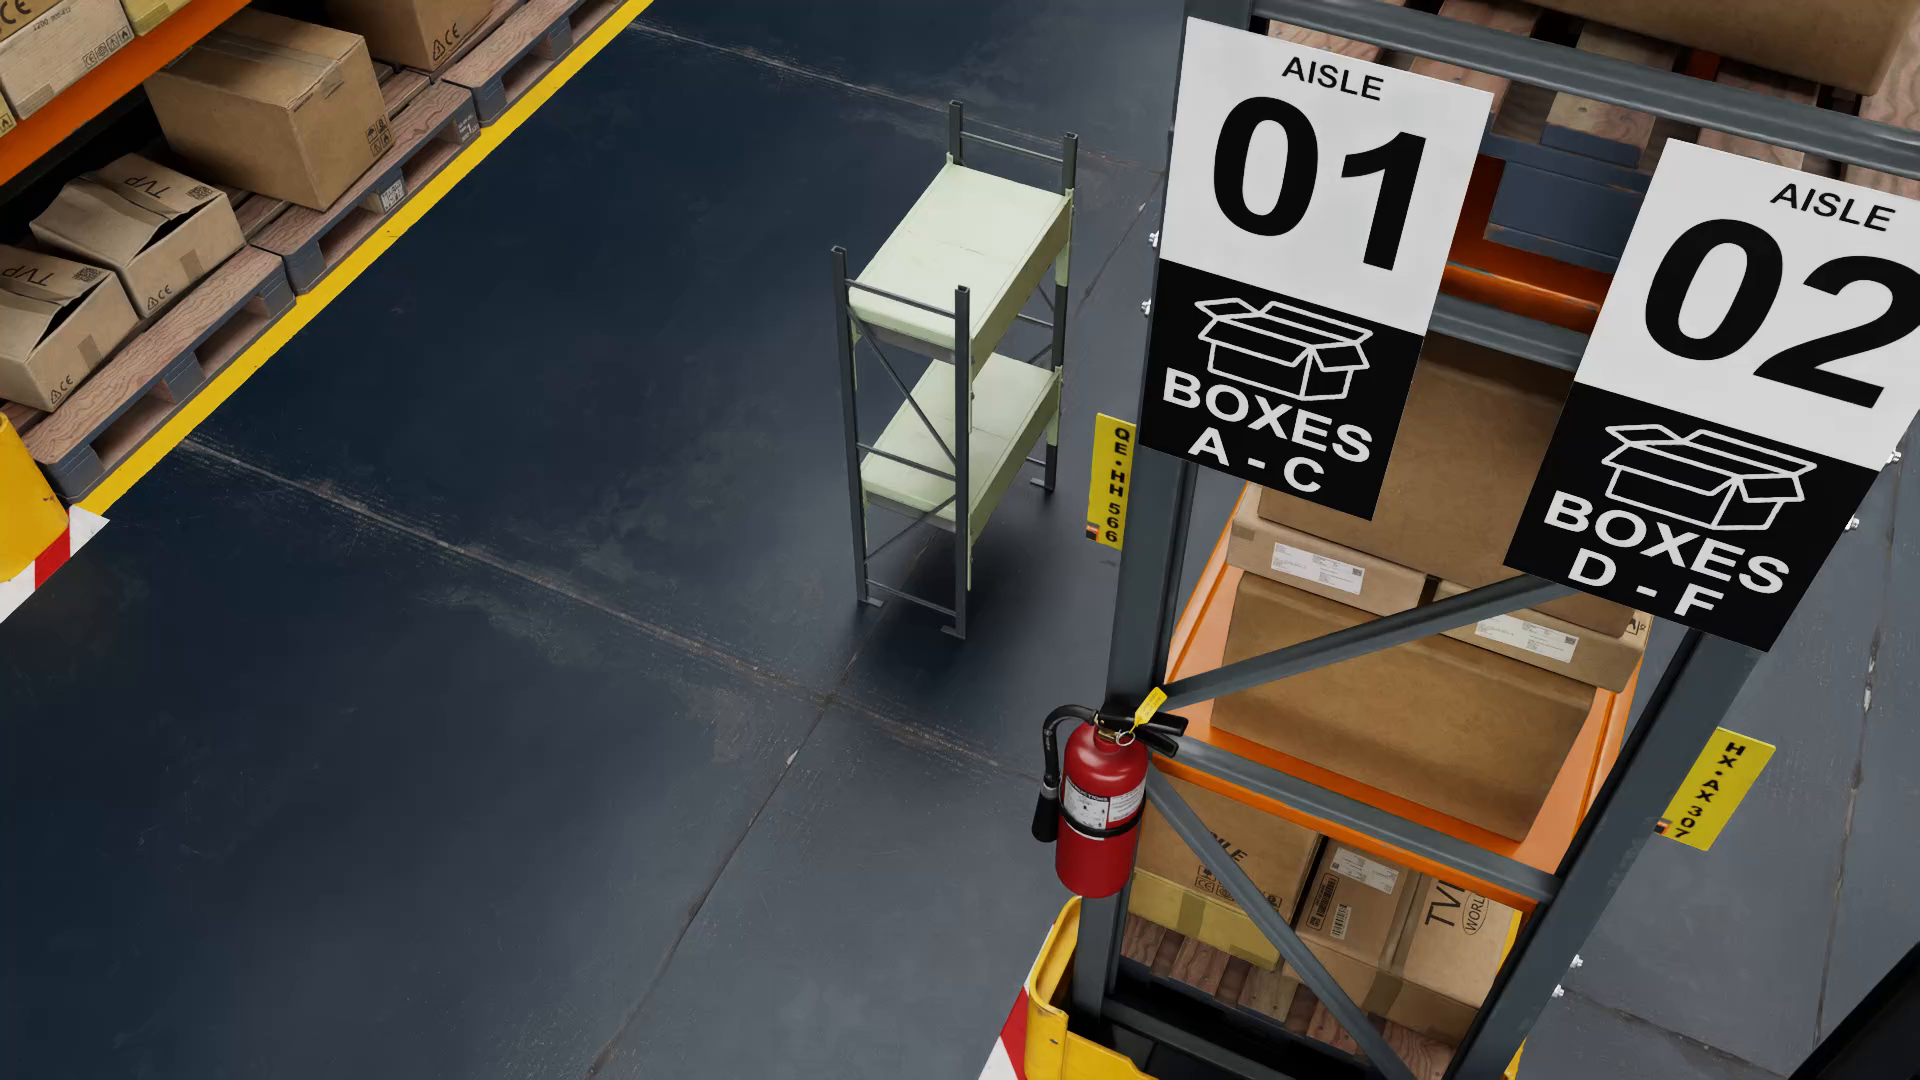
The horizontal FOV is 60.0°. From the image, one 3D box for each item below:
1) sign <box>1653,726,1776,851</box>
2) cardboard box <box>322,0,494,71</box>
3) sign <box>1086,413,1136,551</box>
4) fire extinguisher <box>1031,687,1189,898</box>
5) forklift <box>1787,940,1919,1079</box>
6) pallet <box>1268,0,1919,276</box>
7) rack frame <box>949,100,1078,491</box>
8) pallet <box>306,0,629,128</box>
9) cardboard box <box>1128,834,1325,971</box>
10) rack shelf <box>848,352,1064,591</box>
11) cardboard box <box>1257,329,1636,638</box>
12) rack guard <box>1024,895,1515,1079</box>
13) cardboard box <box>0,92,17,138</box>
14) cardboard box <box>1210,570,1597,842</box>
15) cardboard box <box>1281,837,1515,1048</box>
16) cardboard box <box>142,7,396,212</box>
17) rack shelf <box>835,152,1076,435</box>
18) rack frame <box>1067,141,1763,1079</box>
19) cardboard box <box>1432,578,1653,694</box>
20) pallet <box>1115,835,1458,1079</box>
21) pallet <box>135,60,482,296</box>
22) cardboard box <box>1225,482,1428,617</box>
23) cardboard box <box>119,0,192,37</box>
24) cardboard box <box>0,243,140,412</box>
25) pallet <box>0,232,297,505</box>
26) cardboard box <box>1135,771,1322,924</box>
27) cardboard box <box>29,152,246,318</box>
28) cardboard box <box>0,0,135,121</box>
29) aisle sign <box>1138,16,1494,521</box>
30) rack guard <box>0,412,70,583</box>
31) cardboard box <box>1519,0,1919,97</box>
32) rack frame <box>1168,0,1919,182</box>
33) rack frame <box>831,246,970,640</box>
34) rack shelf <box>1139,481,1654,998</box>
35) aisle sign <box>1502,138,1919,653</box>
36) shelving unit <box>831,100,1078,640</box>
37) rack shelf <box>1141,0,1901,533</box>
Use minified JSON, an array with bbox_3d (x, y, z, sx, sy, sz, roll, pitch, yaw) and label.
[{"bbox_3d":[1.263,0.422,2.801,0.100,0.325,0.005,20,52,16],"label":"sign"},{"bbox_3d":[-2.415,-2.425,7.196,0.500,0.500,0.500,16,52,13],"label":"cardboard box"},{"bbox_3d":[0.279,-0.095,2.945,0.100,0.325,0.005,20,52,16],"label":"sign"},{"bbox_3d":[0.293,0.499,3.407,0.296,0.674,0.183,20,52,16],"label":"fire extinguisher"},{"bbox_3d":[2.147,1.155,2.843,3.031,2.935,1.130,-20,52,-16],"label":"forklift"},{"bbox_3d":[1.089,-0.878,2.616,1.003,0.211,1.213,20,52,16],"label":"pallet"},{"bbox_3d":[0.154,-0.733,5.389,0.400,1.500,0.023,20,52,16],"label":"rack frame"},{"bbox_3d":[-2.263,-2.442,7.690,1.003,0.211,1.213,20,52,16],"label":"pallet"},{"bbox_3d":[0.725,0.833,4.601,0.500,0.250,0.500,20,52,16],"label":"cardboard box"},{"bbox_3d":[-0.003,-0.270,5.423,0.431,0.370,0.720,20,52,16],"label":"rack shelf"},{"bbox_3d":[0.997,-0.263,3.087,0.700,0.500,0.500,20,52,16],"label":"cardboard box"},{"bbox_3d":[0.753,1.370,4.256,1.175,0.500,0.348,20,52,16],"label":"rack guard"},{"bbox_3d":[-3.222,-1.256,4.935,0.500,0.250,0.500,18,52,15],"label":"cardboard box"},{"bbox_3d":[0.974,0.194,3.550,0.700,0.500,0.500,20,52,16],"label":"cardboard box"},{"bbox_3d":[1.194,1.002,4.458,0.500,0.250,0.500,20,52,16],"label":"cardboard box"},{"bbox_3d":[-2.738,-1.727,6.602,0.700,0.500,0.500,17,52,14],"label":"cardboard box"},{"bbox_3d":[-0.003,-0.734,4.878,0.431,0.370,0.720,20,52,16],"label":"rack shelf"},{"bbox_3d":[0.763,0.544,3.318,1.000,3.000,0.127,20,52,16],"label":"rack frame"},{"bbox_3d":[1.126,0.101,3.203,0.380,0.149,0.250,19,52,16],"label":"cardboard box"},{"bbox_3d":[1.052,0.907,4.840,1.003,0.211,1.213,20,52,16],"label":"pallet"},{"bbox_3d":[-2.783,-1.599,6.972,1.003,0.211,1.213,20,52,16],"label":"pallet"},{"bbox_3d":[0.754,-0.024,3.309,0.380,0.149,0.250,19,52,15],"label":"cardboard box"},{"bbox_3d":[-2.790,-1.967,5.540,0.500,0.250,0.500,19,52,16],"label":"cardboard box"},{"bbox_3d":[-3.340,-0.784,5.924,0.500,0.311,0.500,14,51,12],"label":"cardboard box"},{"bbox_3d":[-3.306,-0.762,6.260,1.003,0.211,1.213,20,52,16],"label":"pallet"},{"bbox_3d":[0.723,0.589,4.316,0.500,0.500,0.500,20,52,16],"label":"cardboard box"},{"bbox_3d":[-3.097,-1.177,6.258,0.500,0.311,0.500,24,54,19],"label":"cardboard box"},{"bbox_3d":[-3.013,-1.618,5.243,0.500,0.250,0.500,18,52,15],"label":"cardboard box"},{"bbox_3d":[0.470,-0.349,2.371,0.394,0.787,0.004,20,52,16],"label":"aisle sign"},{"bbox_3d":[-3.685,-0.308,5.684,1.175,0.500,0.348,20,52,16],"label":"rack guard"},{"bbox_3d":[1.013,-1.038,2.259,0.797,0.503,0.637,23,53,18],"label":"cardboard box"},{"bbox_3d":[0.763,-1.401,1.033,1.000,3.000,0.127,20,52,16],"label":"rack frame"},{"bbox_3d":[-0.159,-0.229,4.960,0.400,1.500,0.023,20,52,16],"label":"rack frame"},{"bbox_3d":[1.618,-0.600,4.764,1.077,0.370,4.000,20,52,16],"label":"rack shelf"},{"bbox_3d":[1.012,-0.154,2.205,0.394,0.787,0.004,20,52,16],"label":"aisle sign"},{"bbox_3d":[-0.003,-0.481,5.175,0.431,1.500,0.755,20,52,16],"label":"shelving unit"},{"bbox_3d":[1.618,-1.573,3.621,1.077,0.370,4.000,20,52,16],"label":"rack shelf"}]
